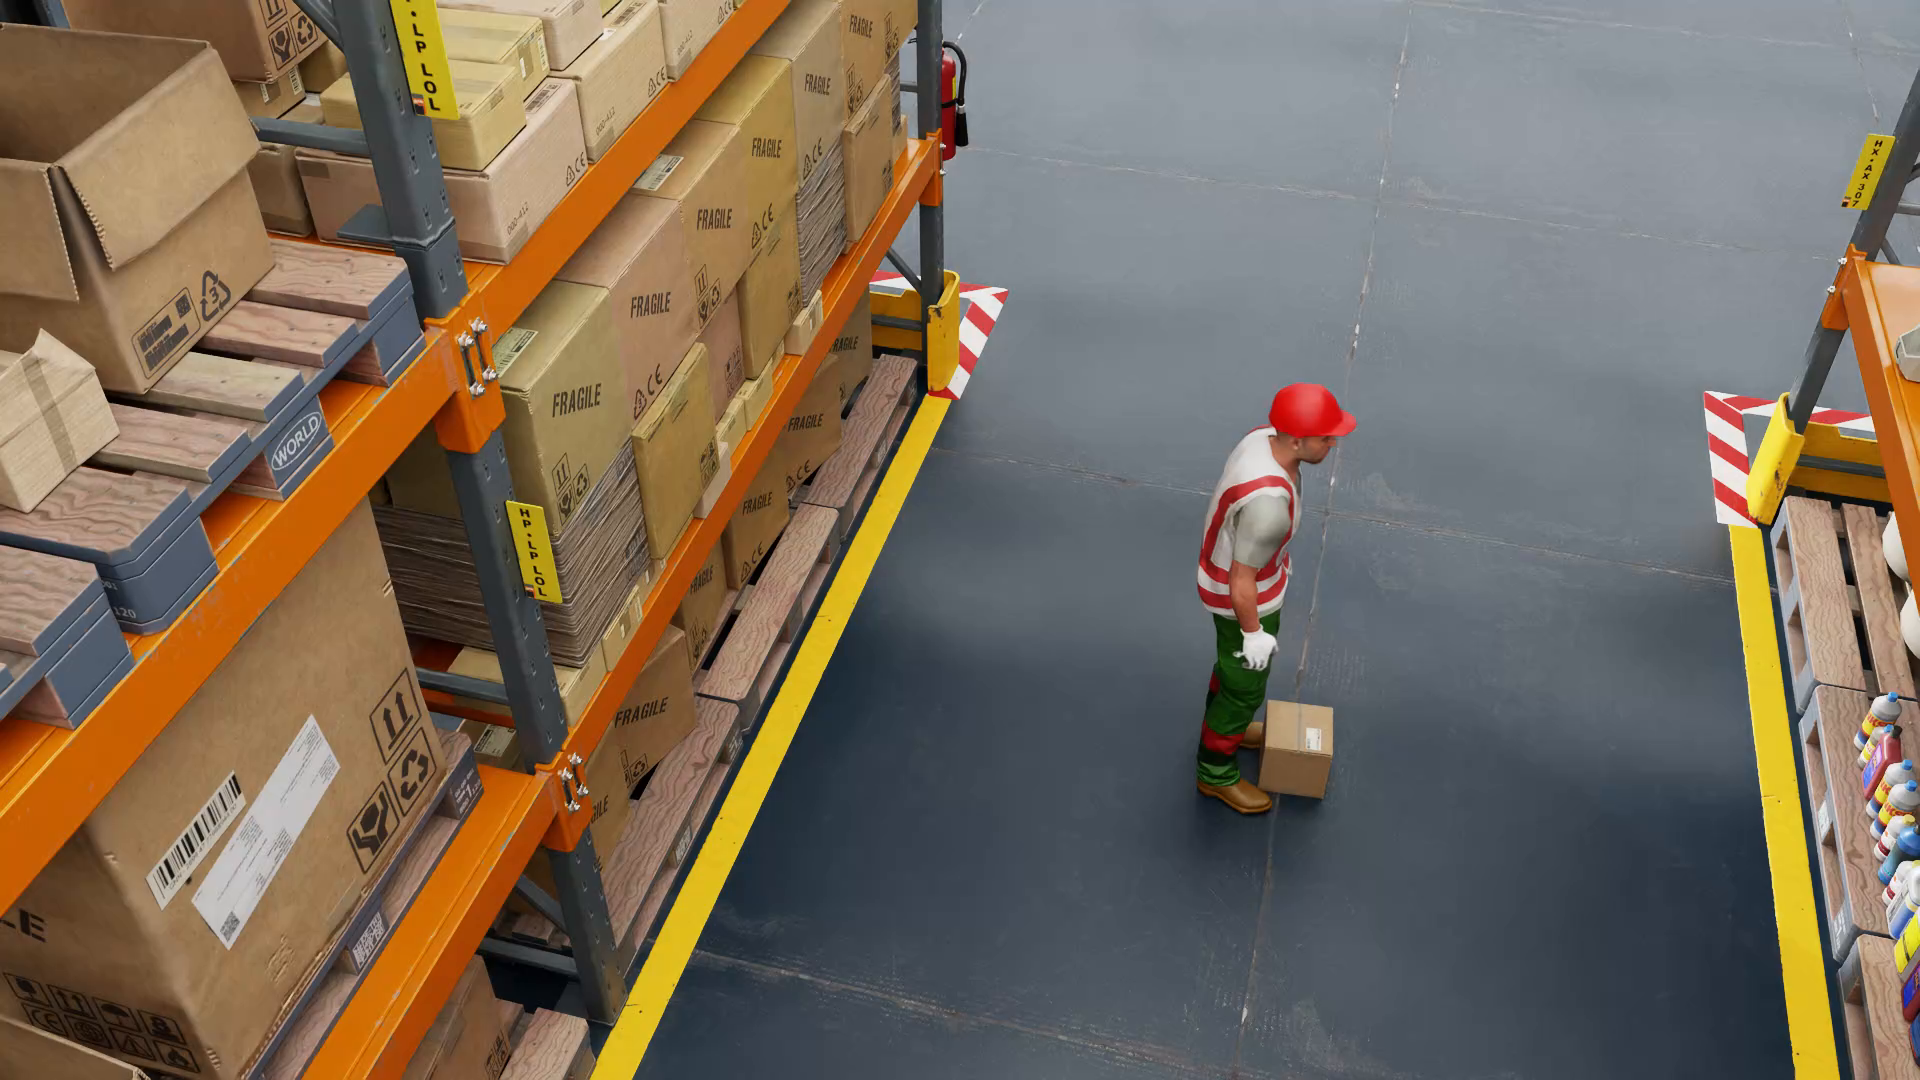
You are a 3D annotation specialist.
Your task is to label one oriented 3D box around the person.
[{"bbox_3d":[1.066,0.185,5.929,0.448,1.780,0.608,10,42,12],"label":"person"}]
